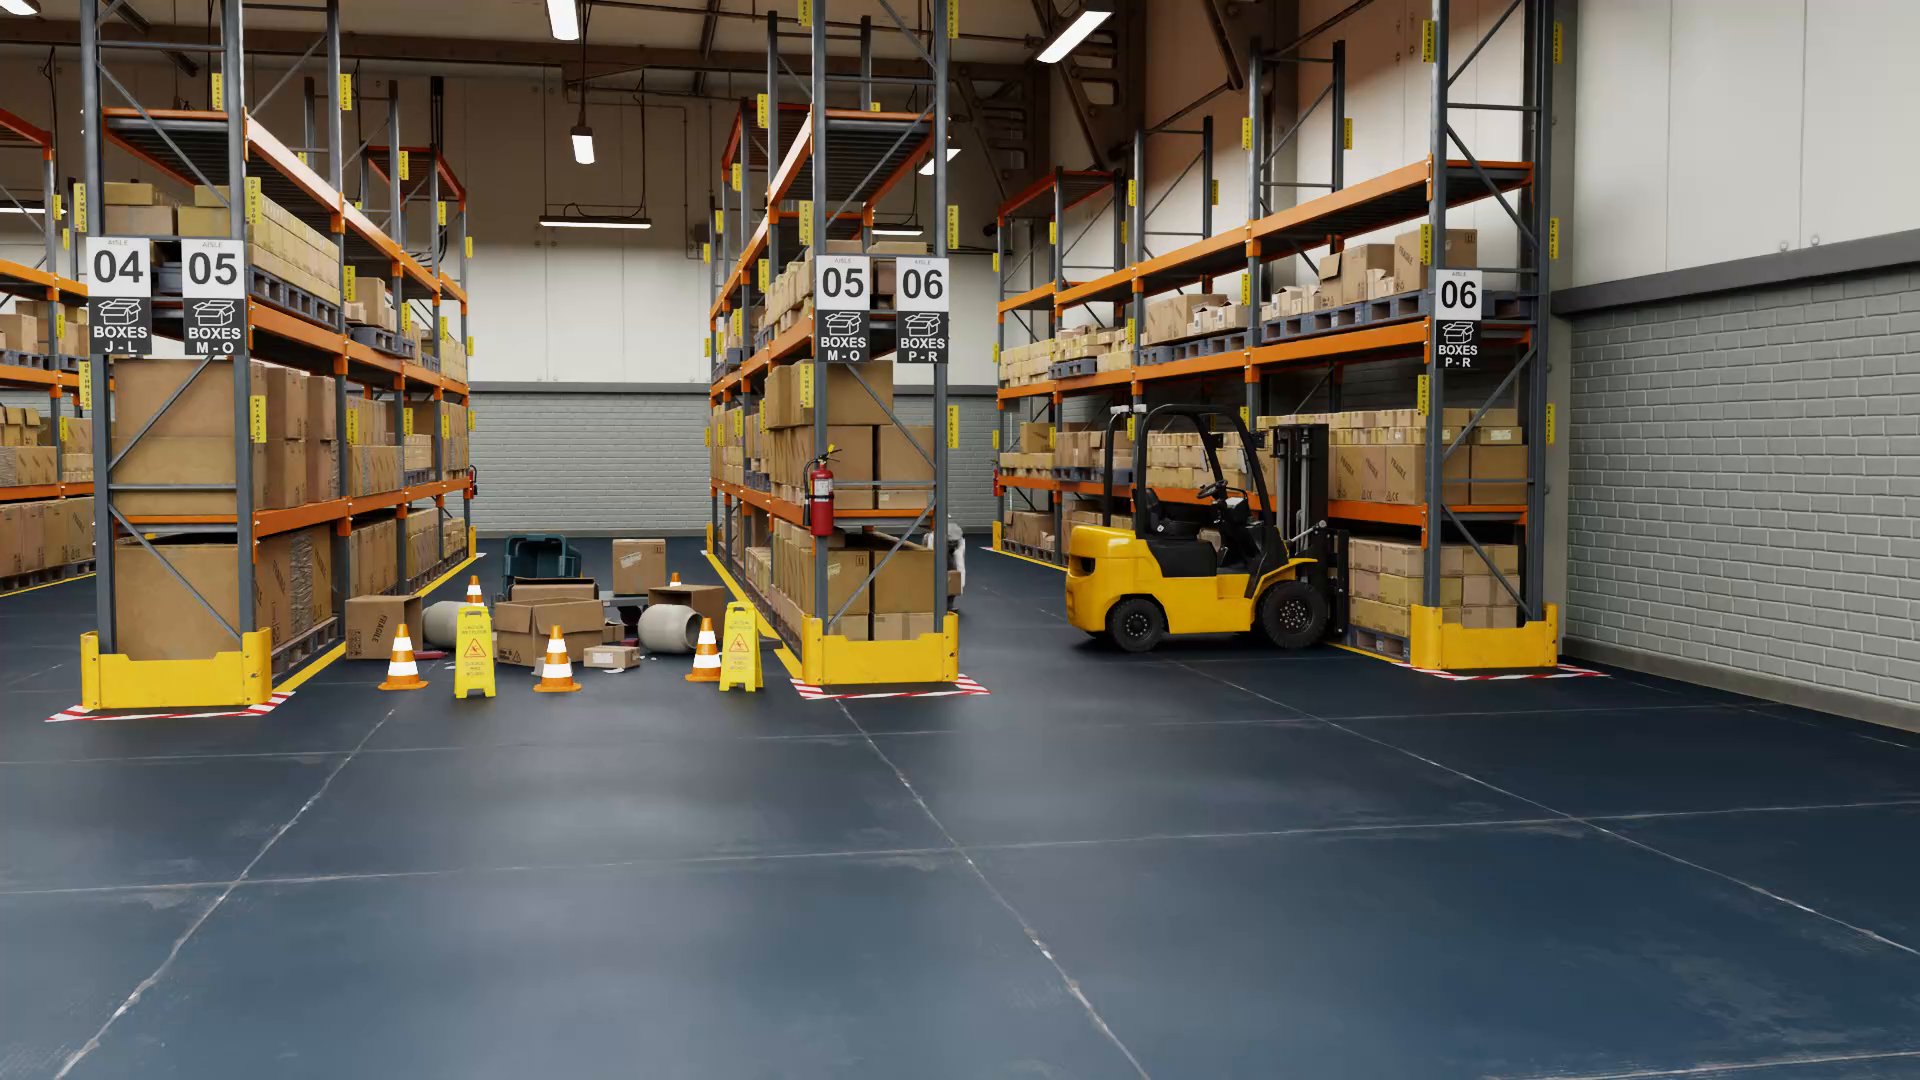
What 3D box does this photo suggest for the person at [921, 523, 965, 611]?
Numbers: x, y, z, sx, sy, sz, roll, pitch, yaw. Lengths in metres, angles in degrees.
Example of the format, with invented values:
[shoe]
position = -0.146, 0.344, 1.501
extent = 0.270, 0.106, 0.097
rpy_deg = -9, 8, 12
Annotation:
[person]
position = -0.186, 0.290, 18.115
extent = 0.456, 0.982, 0.914
rpy_deg = -1, 3, -12
